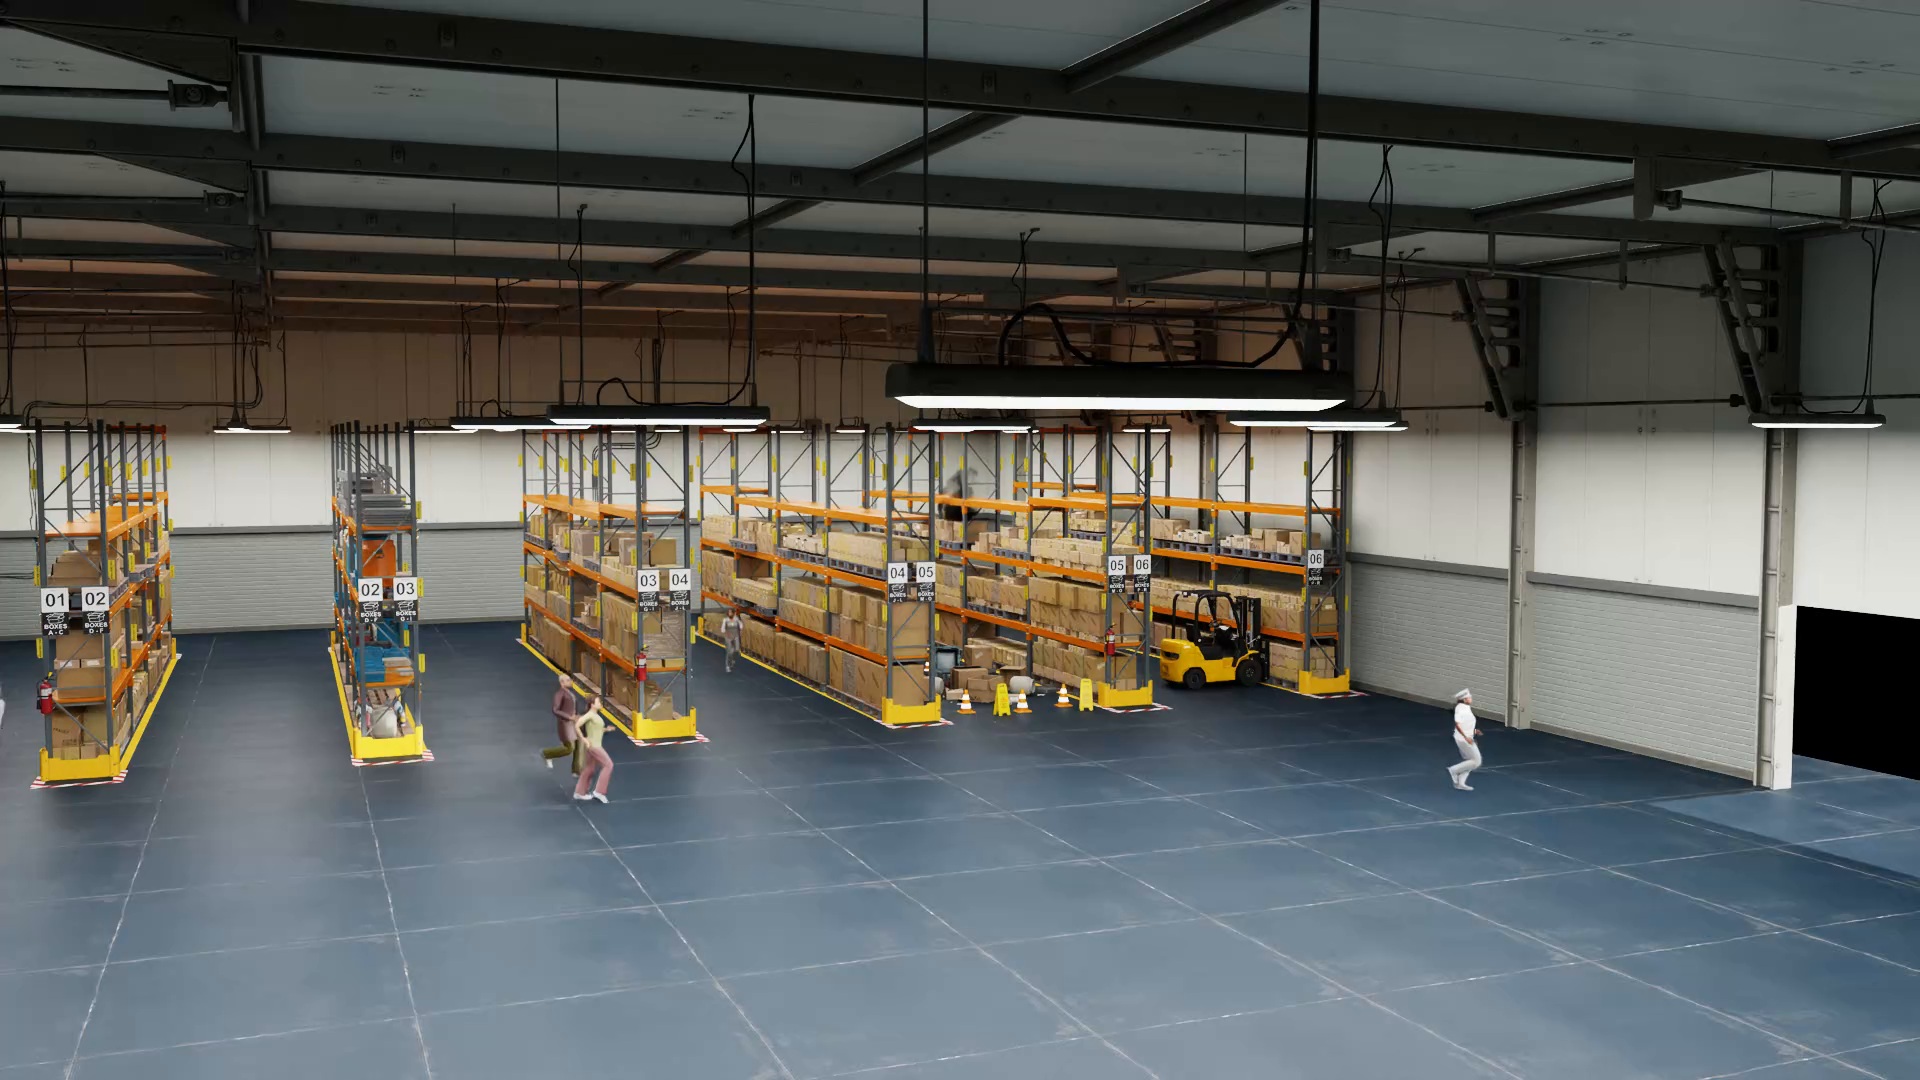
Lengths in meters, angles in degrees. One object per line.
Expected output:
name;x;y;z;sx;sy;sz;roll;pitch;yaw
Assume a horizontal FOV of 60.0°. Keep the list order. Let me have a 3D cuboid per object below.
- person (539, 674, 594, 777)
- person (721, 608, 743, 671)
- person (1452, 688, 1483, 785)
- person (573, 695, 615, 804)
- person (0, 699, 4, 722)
person;-6.560;3.116;27.907;0.849;1.742;0.725;1;4;10
person;-5.517;2.465;40.354;0.565;1.465;0.689;-1;4;-19
person;8.198;3.185;26.859;0.502;1.586;0.574;1;4;9
person;-5.707;3.264;25.932;0.662;1.704;0.558;0;4;-7
person;-16.426;3.145;27.914;0.637;1.737;0.699;-2;4;-25
